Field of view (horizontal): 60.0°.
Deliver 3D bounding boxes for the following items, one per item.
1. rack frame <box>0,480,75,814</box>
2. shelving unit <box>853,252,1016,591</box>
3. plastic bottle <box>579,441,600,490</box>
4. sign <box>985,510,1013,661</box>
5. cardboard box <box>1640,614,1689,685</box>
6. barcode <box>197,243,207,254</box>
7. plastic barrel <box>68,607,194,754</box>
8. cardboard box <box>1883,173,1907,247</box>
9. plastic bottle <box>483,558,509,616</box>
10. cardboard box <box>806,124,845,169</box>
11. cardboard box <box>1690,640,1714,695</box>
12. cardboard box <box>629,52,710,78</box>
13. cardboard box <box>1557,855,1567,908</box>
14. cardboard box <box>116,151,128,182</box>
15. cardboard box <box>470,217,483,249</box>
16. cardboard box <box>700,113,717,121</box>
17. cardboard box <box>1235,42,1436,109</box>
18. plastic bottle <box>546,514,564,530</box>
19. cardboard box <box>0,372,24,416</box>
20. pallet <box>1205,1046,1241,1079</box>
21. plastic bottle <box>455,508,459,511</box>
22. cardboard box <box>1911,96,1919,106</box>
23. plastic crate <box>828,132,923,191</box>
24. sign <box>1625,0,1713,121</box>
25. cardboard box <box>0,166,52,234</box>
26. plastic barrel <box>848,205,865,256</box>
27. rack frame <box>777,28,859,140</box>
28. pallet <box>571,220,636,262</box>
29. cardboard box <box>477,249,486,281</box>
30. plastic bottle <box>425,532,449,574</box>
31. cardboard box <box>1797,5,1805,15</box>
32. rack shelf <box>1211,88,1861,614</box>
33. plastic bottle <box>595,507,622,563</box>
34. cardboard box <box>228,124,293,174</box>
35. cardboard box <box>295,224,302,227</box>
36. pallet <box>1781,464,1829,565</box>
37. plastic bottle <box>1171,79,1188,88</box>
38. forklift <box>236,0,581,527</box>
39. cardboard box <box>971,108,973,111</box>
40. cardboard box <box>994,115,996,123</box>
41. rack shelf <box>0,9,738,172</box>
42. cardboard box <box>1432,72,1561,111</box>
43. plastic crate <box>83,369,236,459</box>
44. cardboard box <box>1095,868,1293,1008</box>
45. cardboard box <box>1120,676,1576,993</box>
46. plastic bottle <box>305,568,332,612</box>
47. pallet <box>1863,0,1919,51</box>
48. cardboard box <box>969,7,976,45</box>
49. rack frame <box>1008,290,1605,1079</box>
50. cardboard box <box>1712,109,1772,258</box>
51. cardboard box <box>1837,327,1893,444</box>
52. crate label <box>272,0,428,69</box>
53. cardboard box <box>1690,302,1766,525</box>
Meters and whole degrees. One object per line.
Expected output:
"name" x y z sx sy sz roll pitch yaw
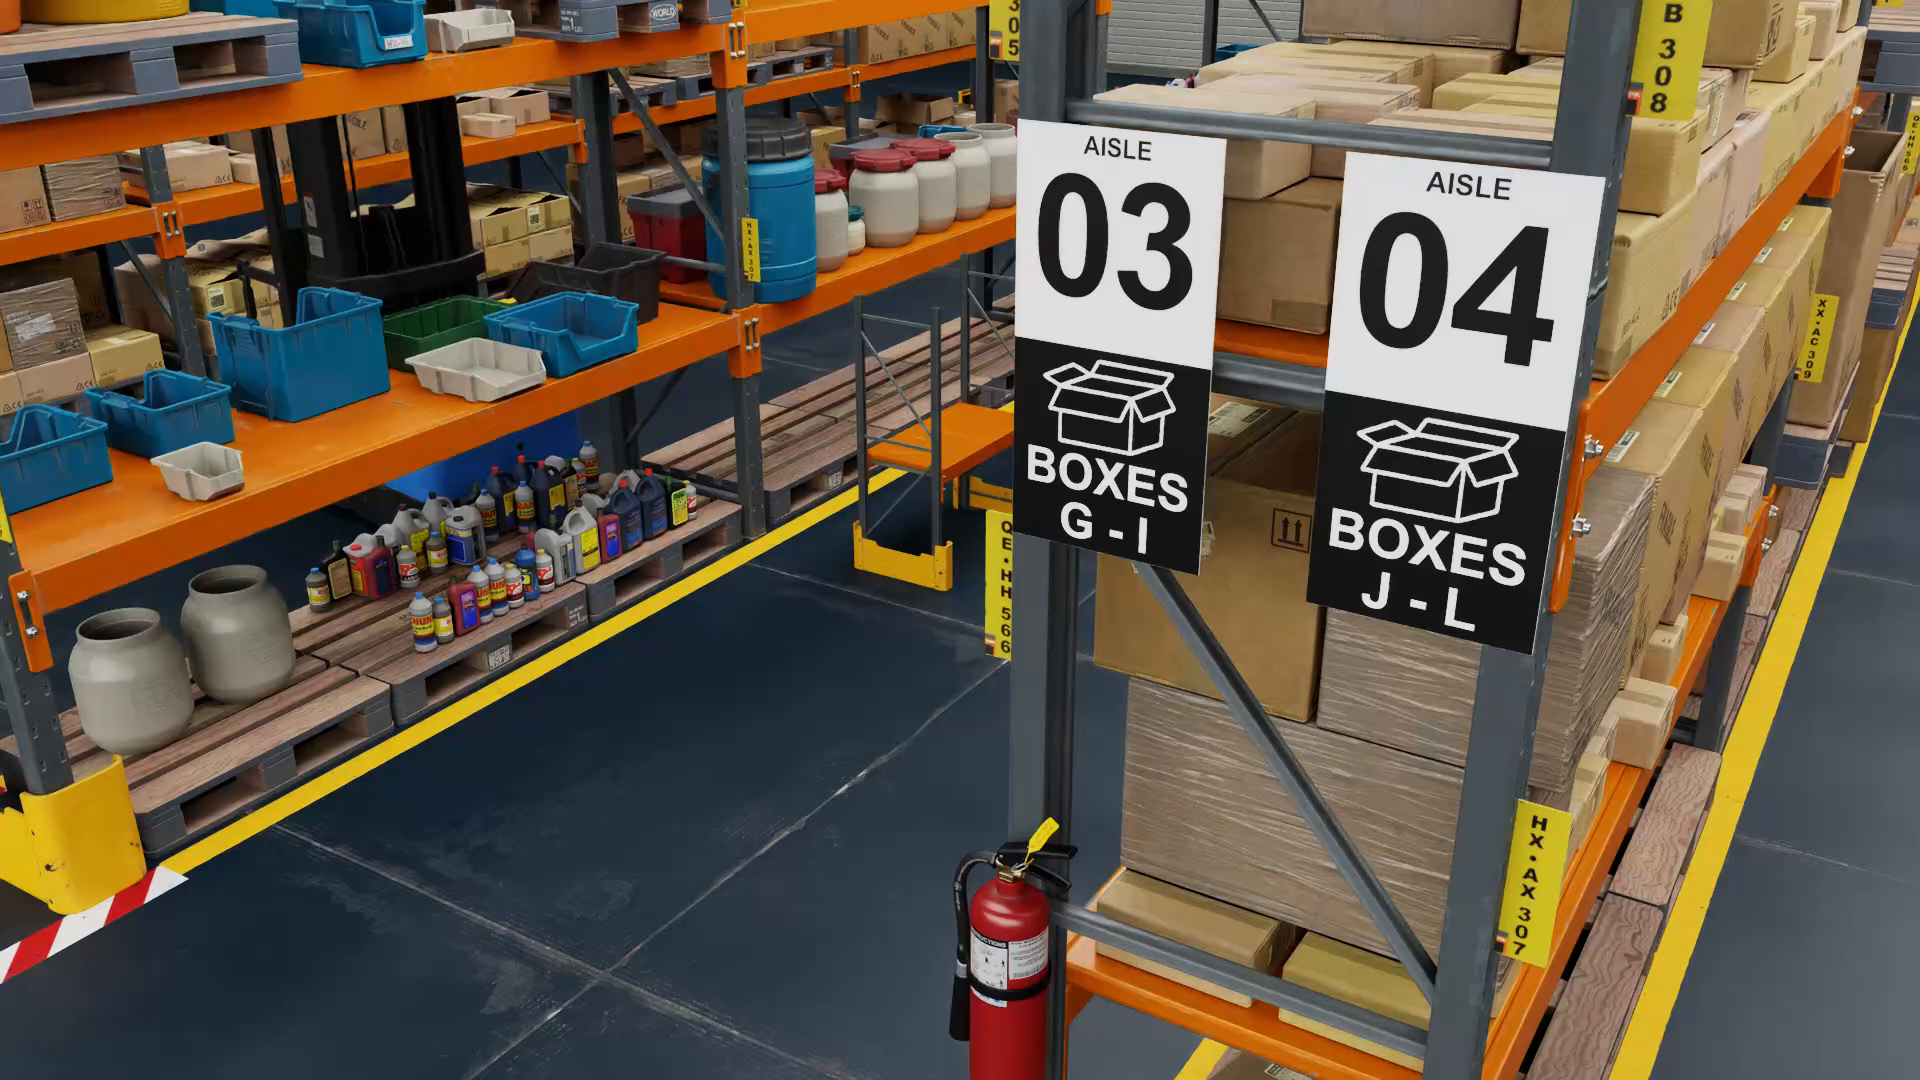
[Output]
"rack frame" -3.651 -0.140 5.798 1.000 3.000 0.127 14 27 29
"shelving unit" -0.040 -0.663 8.893 0.587 1.500 1.083 14 27 29
"plastic bottle" -2.081 -0.424 9.335 0.097 0.271 0.097 0 23 0
"sign" 0.096 0.098 3.392 0.100 0.325 0.005 14 27 29
"cardboard box" 2.000 0.300 5.097 0.380 0.149 0.250 14 27 29
"barcode" -5.259 -2.024 11.533 0.001 0.075 0.075 14 27 29
"plastic barrel" -3.368 0.571 6.759 0.421 0.512 0.421 0 23 0
"cardboard box" 5.265 -1.955 9.865 0.500 0.500 0.500 15 27 30
"plastic bottle" -2.196 0.214 7.860 0.097 0.271 0.097 0 23 0
"cardboard box" -1.544 -4.058 17.440 0.500 0.500 0.500 14 27 29
"cardboard box" 3.009 0.290 7.396 0.700 0.500 0.500 12 26 25
"cardboard box" -2.756 -4.623 15.499 0.700 0.500 0.500 20 31 39
"cardboard box" 1.203 0.805 3.930 0.380 0.149 0.250 14 27 29
"cardboard box" -8.553 -3.568 16.308 0.700 0.500 0.500 14 27 29
"cardboard box" -4.241 -2.493 13.459 0.500 0.311 0.500 14 27 29
"cardboard box" -2.517 -4.179 16.776 0.500 0.250 0.500 14 27 29
"cardboard box" 0.839 -1.020 3.742 0.380 0.149 0.250 14 27 29
"plastic bottle" -2.008 -0.007 8.355 0.061 0.283 0.133 14 27 29
"cardboard box" -6.329 -0.919 10.531 0.500 0.250 0.500 14 27 29
"pallet" 1.056 1.885 4.630 1.003 0.211 1.213 14 27 29
"plastic bottle" -2.588 -0.068 8.600 0.097 0.201 0.097 0 23 0
"cardboard box" 6.872 -2.983 12.239 0.500 0.500 0.500 14 27 29
"plastic crate" -0.543 -2.388 10.911 0.402 0.464 0.583 14 27 29
"sign" 1.018 -0.766 2.368 0.100 0.325 0.005 14 27 29
"cardboard box" -6.248 -2.245 10.534 0.700 0.500 0.500 14 27 28
"plastic barrel" -0.712 -1.841 9.902 0.301 0.262 0.301 0 23 0
"rack frame" -1.527 -5.230 17.554 1.000 3.000 0.127 14 27 29
"pallet" -3.211 -2.844 15.554 1.003 0.211 1.213 14 27 29
"cardboard box" -4.244 -2.238 13.576 0.500 0.250 0.500 15 27 30
"plastic bottle" -2.615 0.058 8.309 0.097 0.201 0.097 0 23 0
"cardboard box" 2.141 -1.429 4.686 0.380 0.149 0.250 15 28 31
"rack shelf" 1.612 -0.824 4.507 1.077 0.370 4.000 14 27 29
"plastic bottle" -1.787 -0.039 8.430 0.061 0.283 0.133 16 28 32
"cardboard box" -5.050 -3.009 12.299 0.500 0.500 0.500 16 28 33
"cardboard box" -4.974 -2.428 13.310 0.500 0.311 0.500 13 27 28
"pallet" 4.364 -0.259 9.583 1.003 0.211 1.213 14 27 29
"plastic bottle" 1.918 -3.933 14.717 0.152 0.276 0.135 14 27 29
"forklift" -3.592 -1.783 9.679 3.031 2.935 1.130 20 30 38
"cardboard box" -0.062 -5.328 20.793 0.380 0.166 0.250 14 27 29
"cardboard box" 0.215 -5.128 20.333 0.380 0.166 0.250 14 27 29
"rack shelf" -2.596 -1.862 6.904 1.077 0.370 4.000 14 27 29
"cardboard box" 1.146 -0.816 3.270 0.380 0.149 0.250 13 27 28
"plastic crate" -3.293 -0.521 6.866 0.499 0.251 0.408 14 27 29
"cardboard box" 0.532 0.874 3.772 0.380 0.149 0.250 14 27 29
"cardboard box" 0.871 0.536 3.737 0.875 0.500 0.500 14 27 29
"plastic bottle" -3.054 0.230 7.911 0.097 0.201 0.097 0 23 0
"pallet" 3.628 -2.279 7.200 1.213 0.211 1.003 14 27 29
"cardboard box" 0.039 -6.074 19.380 0.500 0.500 0.500 14 27 29
"rack frame" 0.557 0.898 3.400 1.000 3.000 0.127 14 27 29
"cardboard box" 1.562 -0.860 3.874 0.500 0.250 0.500 14 27 29
"cardboard box" 5.159 -1.248 10.504 1.225 0.875 0.875 12 26 27
"crate label" -2.383 -2.011 6.531 0.502 0.251 0.408 14 27 29
"cardboard box" 1.870 -0.378 4.589 0.500 0.500 0.500 14 27 29
